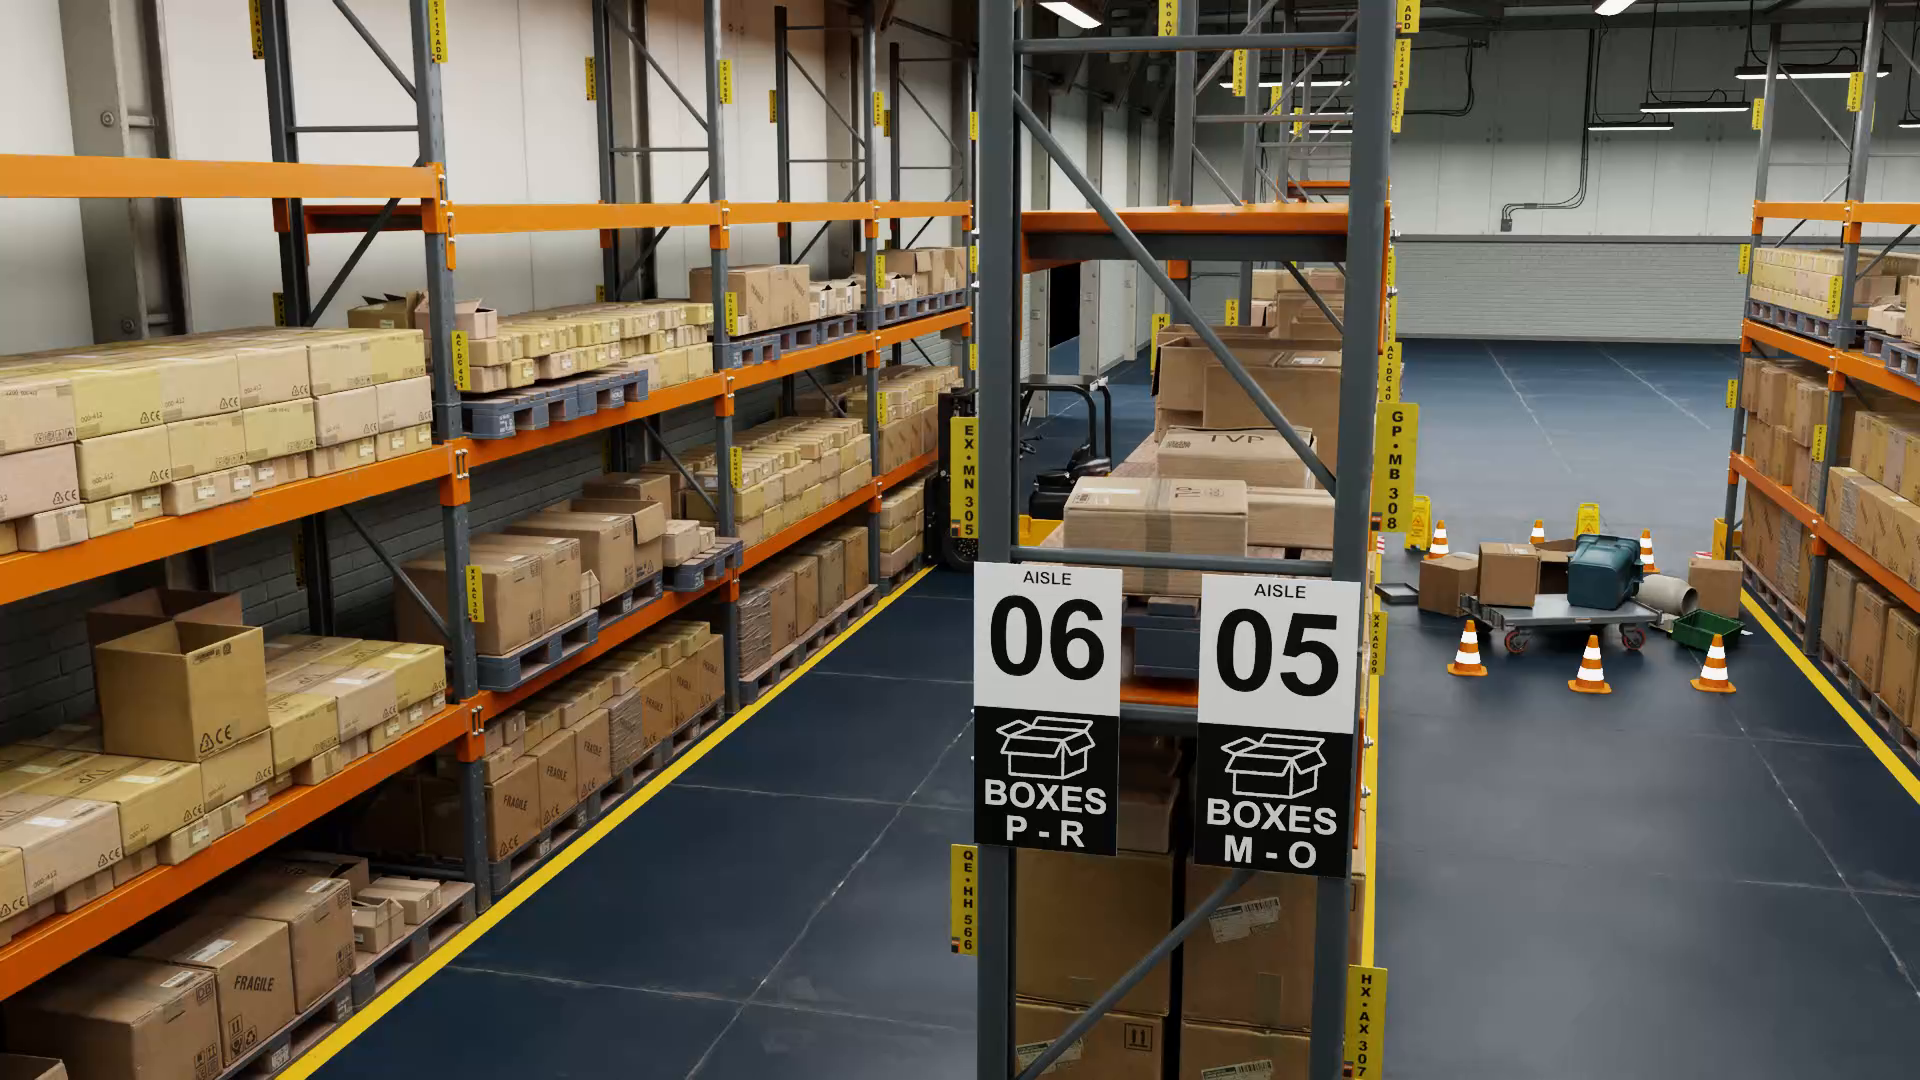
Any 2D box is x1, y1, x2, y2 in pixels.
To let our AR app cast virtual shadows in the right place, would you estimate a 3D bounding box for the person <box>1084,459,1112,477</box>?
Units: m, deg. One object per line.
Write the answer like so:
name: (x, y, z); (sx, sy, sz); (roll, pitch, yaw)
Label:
person: (1.306, 0.032, 16.262); (0.370, 1.672, 0.492); (3, 12, 12)
